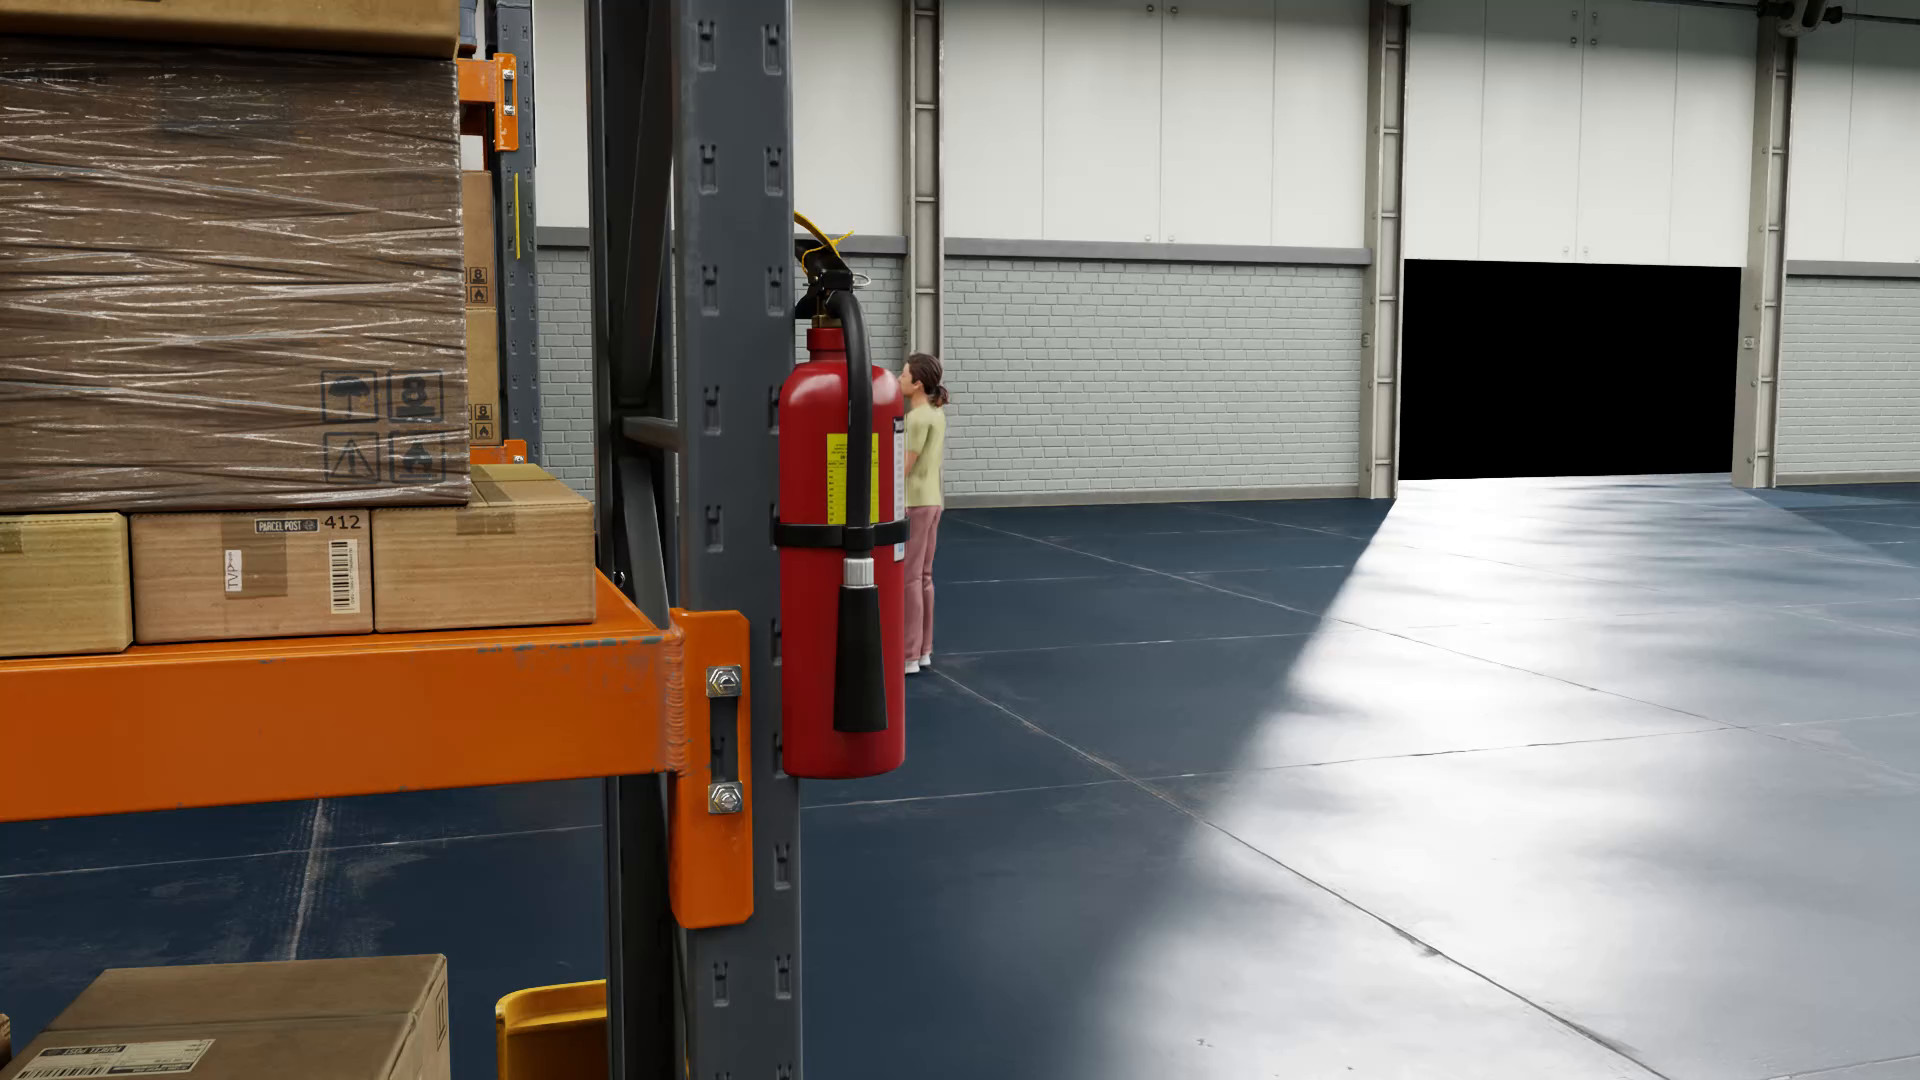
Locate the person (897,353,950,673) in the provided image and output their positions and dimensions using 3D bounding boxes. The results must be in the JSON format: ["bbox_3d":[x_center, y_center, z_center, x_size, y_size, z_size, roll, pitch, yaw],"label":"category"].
[{"bbox_3d":[-0.257,-0.143,8.790,0.443,1.684,0.527,1,6,12],"label":"person"}]
